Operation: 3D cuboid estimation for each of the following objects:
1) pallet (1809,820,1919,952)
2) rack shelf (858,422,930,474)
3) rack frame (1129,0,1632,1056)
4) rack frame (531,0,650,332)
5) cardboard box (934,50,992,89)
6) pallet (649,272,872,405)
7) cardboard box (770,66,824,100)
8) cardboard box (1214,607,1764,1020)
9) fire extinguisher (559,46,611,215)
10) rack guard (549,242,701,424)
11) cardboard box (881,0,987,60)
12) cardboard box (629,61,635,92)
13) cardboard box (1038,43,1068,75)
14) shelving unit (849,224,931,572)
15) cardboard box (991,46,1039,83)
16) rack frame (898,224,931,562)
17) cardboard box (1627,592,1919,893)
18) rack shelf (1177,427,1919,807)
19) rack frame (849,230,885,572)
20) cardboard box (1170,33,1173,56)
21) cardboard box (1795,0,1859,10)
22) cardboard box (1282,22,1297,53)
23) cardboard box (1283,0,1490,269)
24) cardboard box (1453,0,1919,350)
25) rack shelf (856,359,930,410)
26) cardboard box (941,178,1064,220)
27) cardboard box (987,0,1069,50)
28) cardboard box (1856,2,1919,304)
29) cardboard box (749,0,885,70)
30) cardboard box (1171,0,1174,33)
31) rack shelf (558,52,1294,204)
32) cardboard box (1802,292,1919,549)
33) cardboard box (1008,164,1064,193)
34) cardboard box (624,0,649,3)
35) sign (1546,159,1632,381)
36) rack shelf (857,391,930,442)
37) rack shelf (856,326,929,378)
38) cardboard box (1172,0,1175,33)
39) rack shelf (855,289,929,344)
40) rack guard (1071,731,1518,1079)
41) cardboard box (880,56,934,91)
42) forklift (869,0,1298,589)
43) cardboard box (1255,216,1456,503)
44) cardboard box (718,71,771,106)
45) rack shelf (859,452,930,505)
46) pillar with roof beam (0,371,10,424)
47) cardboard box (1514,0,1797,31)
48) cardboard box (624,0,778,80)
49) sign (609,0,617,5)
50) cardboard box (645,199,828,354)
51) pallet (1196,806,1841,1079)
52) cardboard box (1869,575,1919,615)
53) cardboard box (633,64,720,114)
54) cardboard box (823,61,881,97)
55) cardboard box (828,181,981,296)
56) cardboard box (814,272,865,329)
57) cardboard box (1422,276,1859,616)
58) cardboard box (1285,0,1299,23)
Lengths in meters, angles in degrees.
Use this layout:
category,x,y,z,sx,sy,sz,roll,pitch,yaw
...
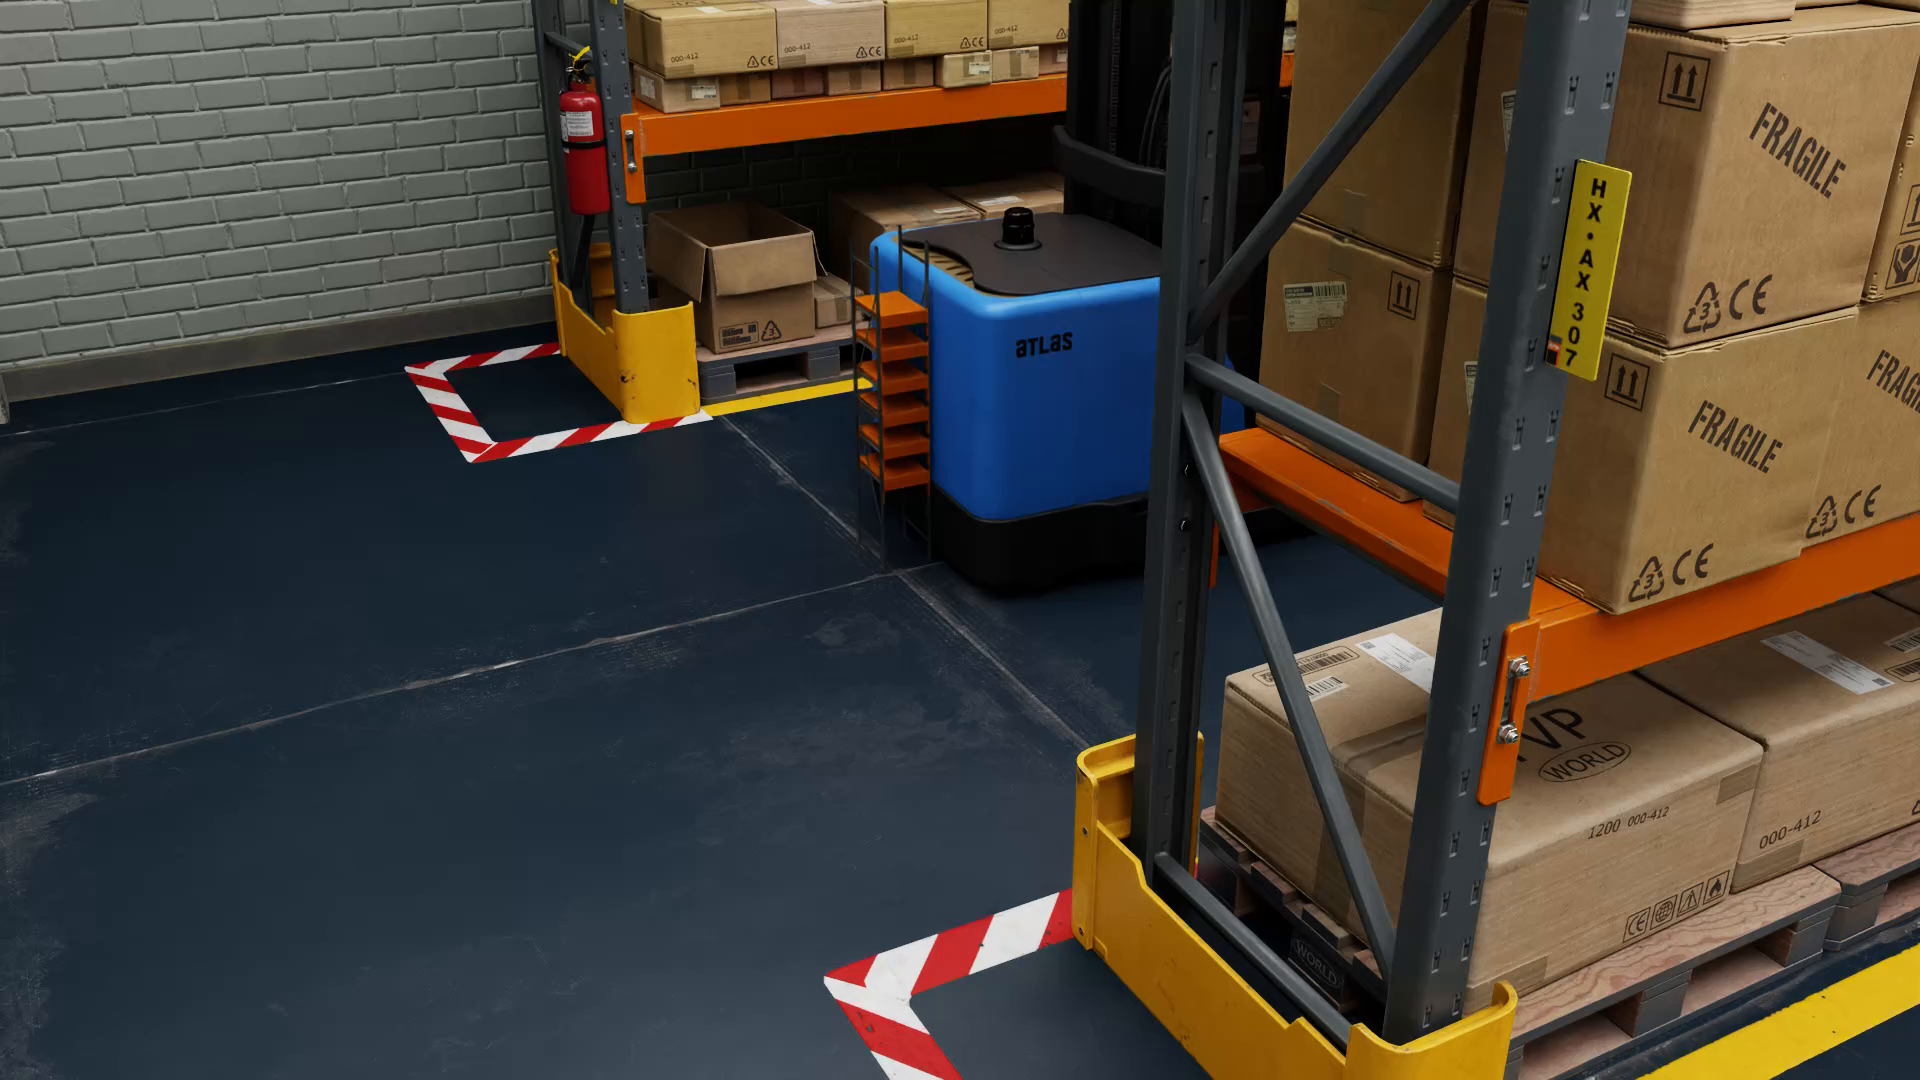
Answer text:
category,x,y,z,sx,sy,sz,roll,pitch,yaw
pallet,2.449,0.619,4.716,1.213,0.211,1.003,-13,29,-25
rack shelf,-0.243,-0.343,5.957,0.180,0.103,0.258,-12,28,-23
rack frame,0.705,-0.198,3.197,0.127,3.000,1.000,-13,29,-25
rack frame,-1.634,-2.093,7.144,0.127,3.000,1.000,-13,29,-25
cardboard box,-0.054,-2.186,7.627,0.250,0.149,0.380,-14,29,-27
pallet,-0.864,-1.014,8.119,1.213,0.211,1.003,-13,29,-25
cardboard box,-0.796,-2.078,7.404,0.250,0.149,0.380,-13,29,-26
cardboard box,1.241,0.595,4.021,0.875,0.438,0.875,-14,29,-27
fire extinguisher,-1.546,-1.684,6.812,0.183,0.674,0.296,-13,29,-25
rack guard,-1.567,-0.982,7.717,0.348,0.500,1.175,-13,29,-25
cardboard box,-0.216,-2.356,7.522,0.500,0.250,0.500,-14,29,-26
cardboard box,-1.468,-2.150,7.553,0.250,0.149,0.380,-13,29,-26
cardboard box,0.363,-2.326,7.919,0.250,0.149,0.380,-13,29,-25
shelving unit,-0.243,-0.491,5.886,0.189,1.200,0.258,-12,28,-23
cardboard box,0.168,-2.247,7.755,0.250,0.149,0.380,-12,28,-24
rack frame,-0.160,-0.508,5.922,0.006,1.200,0.240,-12,28,-23
cardboard box,2.044,0.405,4.416,0.875,0.438,0.875,-12,28,-24
rack shelf,2.470,-0.281,4.202,4.000,0.370,1.077,-13,29,-25
rack frame,-0.325,-0.474,5.850,0.006,1.200,0.240,-12,28,-23
cardboard box,0.839,-2.404,8.082,0.250,0.149,0.380,-13,29,-26
cardboard box,1.347,-1.034,2.917,0.250,0.149,0.380,-12,28,-24
cardboard box,1.514,-2.572,8.431,0.250,0.149,0.380,-12,28,-24
cardboard box,1.019,-0.883,3.353,0.500,0.500,0.500,-12,28,-23
cardboard box,1.263,-0.683,2.936,0.500,0.500,0.500,-14,29,-26
rack shelf,-0.243,-0.559,5.854,0.180,0.103,0.258,-12,28,-23
cardboard box,0.237,-1.473,8.255,0.500,0.500,0.500,-12,28,-24
cardboard box,0.225,-2.469,7.756,0.500,0.250,0.500,-14,29,-26
cardboard box,1.715,-0.791,3.161,0.500,0.500,0.500,-14,29,-26
cardboard box,-0.662,-2.252,7.304,0.500,0.250,0.500,-13,28,-25
cardboard box,0.680,-2.573,7.974,0.500,0.250,0.500,-13,29,-25
rack shelf,0.131,-2.176,8.148,4.000,0.370,1.077,-13,29,-25
cardboard box,1.697,-0.345,3.388,0.500,0.500,0.500,-13,29,-26
cardboard box,0.639,-1.615,8.550,0.500,0.500,0.700,-14,29,-27
cardboard box,-1.353,-2.355,7.518,0.500,0.250,0.500,-12,28,-24
sign,0.961,-0.411,2.549,0.005,0.325,0.100,-13,29,-25
rack shelf,-0.243,-0.451,5.905,0.180,0.103,0.258,-12,28,-23
rack shelf,-0.243,-0.667,5.802,0.180,0.103,0.258,-12,28,-23
cardboard box,1.126,-2.670,8.175,0.500,0.250,0.500,-13,29,-25
rack shelf,-0.243,-0.775,5.750,0.180,0.103,0.258,-12,28,-23
rack guard,0.684,0.933,3.728,0.348,0.500,1.175,-13,29,-25
cardboard box,-0.313,-2.163,7.579,0.250,0.149,0.380,-13,28,-24
forklift,1.207,-1.577,6.148,3.031,2.935,1.130,-12,28,-23
cardboard box,1.006,-0.443,3.591,0.500,0.500,0.500,-13,28,-25
cardboard box,-1.012,-2.012,7.264,0.250,0.149,0.380,-12,28,-24
rack shelf,-0.243,-0.235,6.009,0.180,0.103,0.258,-12,28,-23
pillar with roof beam,-2.411,-2.949,1.995,0.400,9.000,9.100,-13,29,-25
cardboard box,1.149,-0.953,2.749,0.250,0.149,0.380,-12,28,-24
cardboard box,-1.107,-2.149,7.090,0.500,0.250,0.500,-13,28,-25
sign,-1.378,-2.276,6.525,0.005,0.325,0.100,-13,29,-25
cardboard box,-1.049,-1.246,7.778,0.637,0.503,0.797,-14,29,-27
pallet,1.374,0.866,4.202,1.213,0.211,1.003,-13,29,-25
cardboard box,2.841,0.222,4.797,0.875,0.438,0.875,-14,29,-27
cardboard box,-1.215,-1.942,7.120,0.250,0.149,0.380,-13,29,-25
cardboard box,-0.545,-2.107,7.462,0.250,0.149,0.380,-12,28,-23
cardboard box,-0.277,-1.403,8.110,0.500,0.500,0.700,-12,28,-23
cardboard box,-0.656,-1.157,8.004,0.250,0.149,0.380,-14,29,-27
cardboard box,1.264,-0.232,3.151,0.500,0.500,0.500,-13,29,-25
cardboard box,1.561,-2.778,8.399,0.500,0.250,0.500,-12,28,-24
